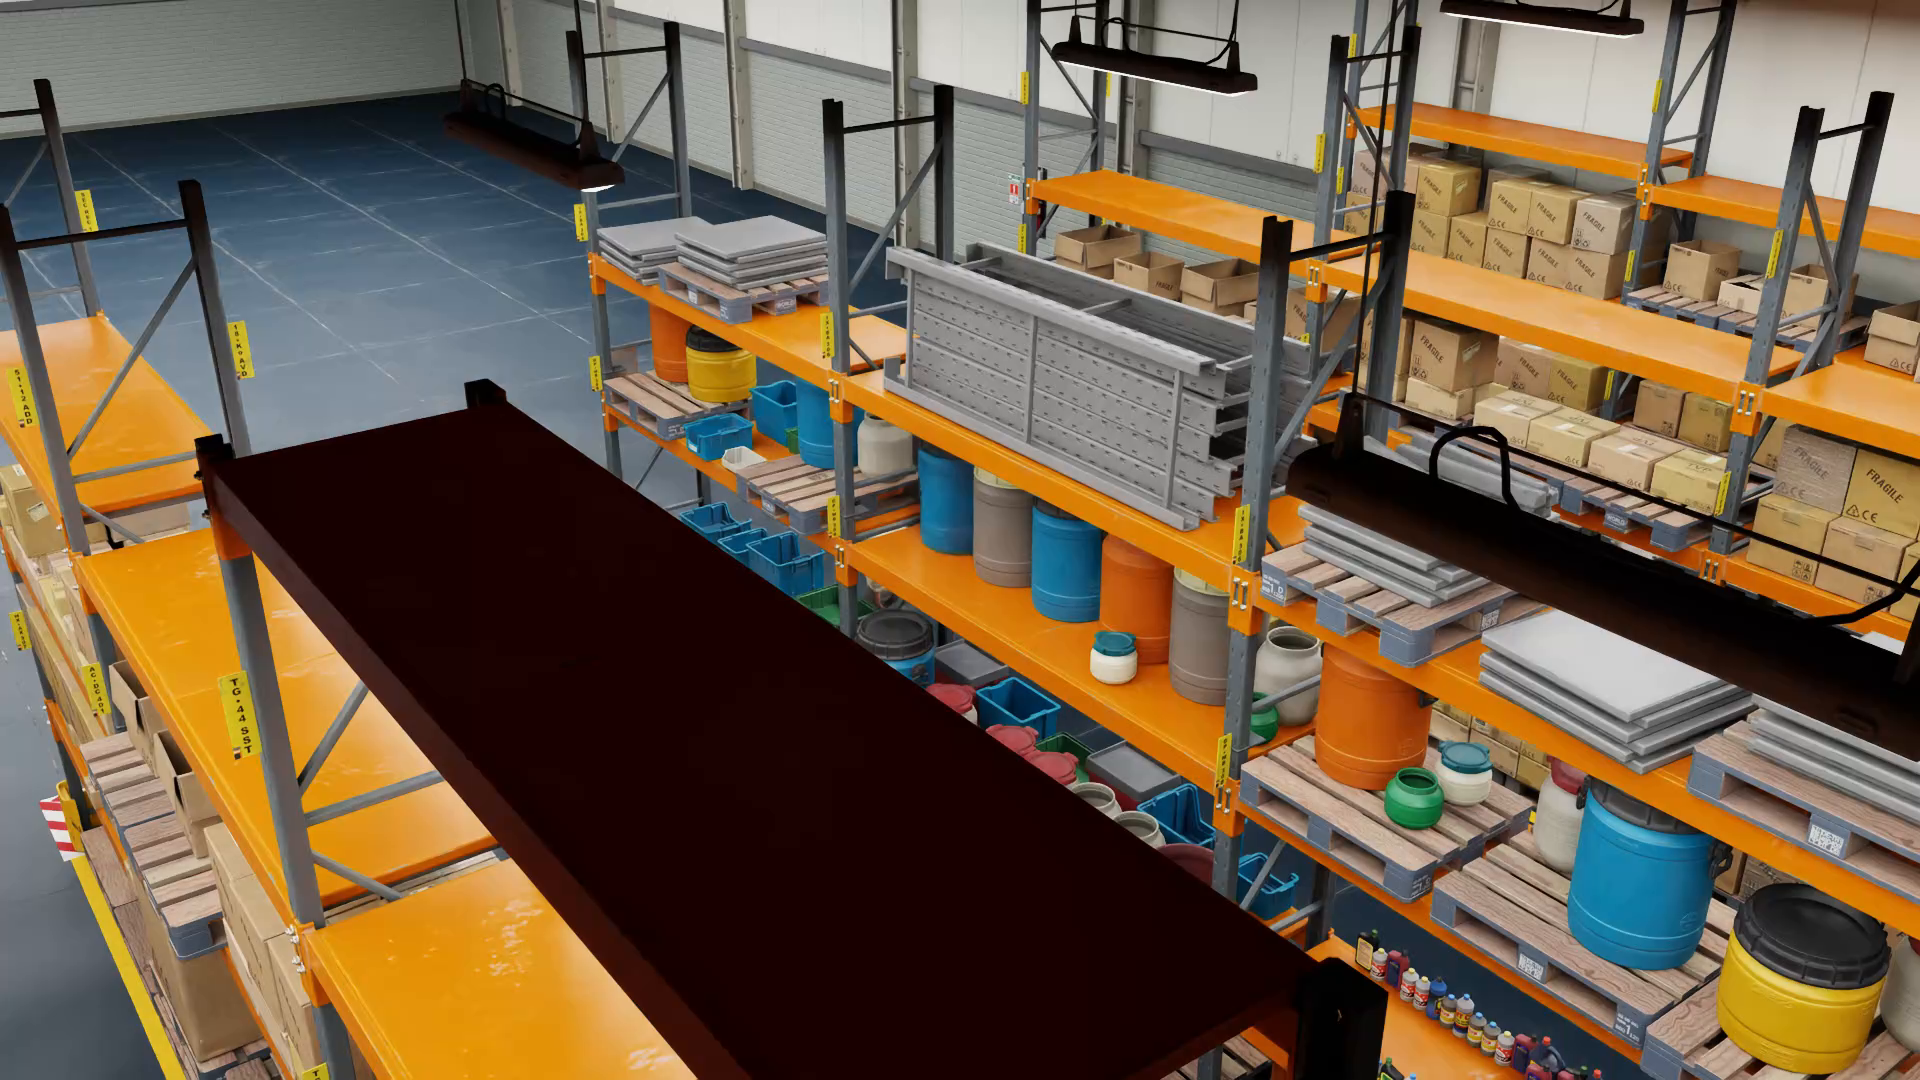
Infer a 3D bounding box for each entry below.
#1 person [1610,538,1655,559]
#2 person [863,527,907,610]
[{"bbox_3d":[6.561,0.439,15.988,0.765,1.786,0.969,-22,32,-38],"label":"person"},{"bbox_3d":[-0.744,0.381,16.114,0.767,1.769,0.612,16,29,31],"label":"person"}]
